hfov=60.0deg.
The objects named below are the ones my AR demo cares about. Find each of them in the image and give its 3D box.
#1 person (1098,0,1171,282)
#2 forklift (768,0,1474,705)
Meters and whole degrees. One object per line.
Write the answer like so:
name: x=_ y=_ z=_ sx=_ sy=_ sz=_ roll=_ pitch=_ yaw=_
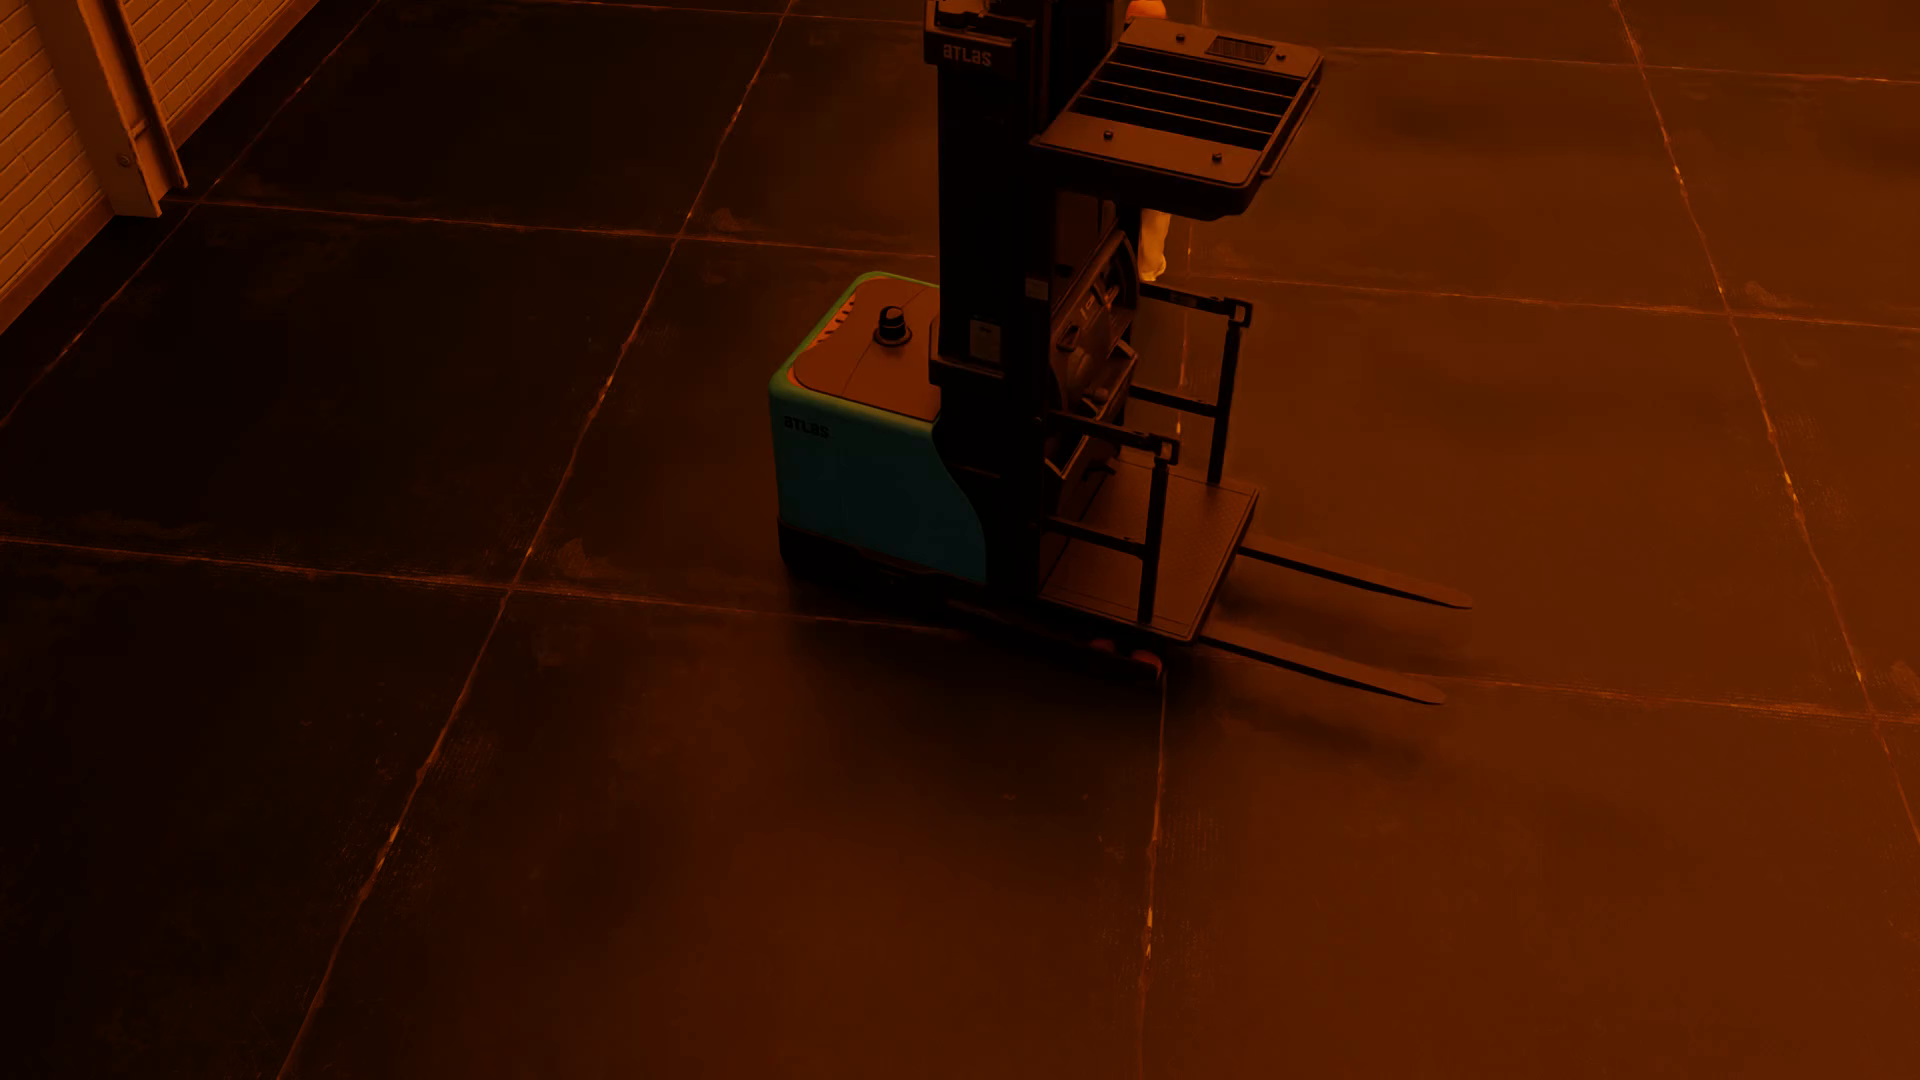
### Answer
person: x=0.920 y=-2.139 z=9.000 sx=0.868 sy=1.678 sz=0.642 roll=0 pitch=43 yaw=0
forklift: x=0.730 y=-0.854 z=6.654 sx=3.031 sy=2.935 sz=1.130 roll=16 pitch=45 yaw=17
